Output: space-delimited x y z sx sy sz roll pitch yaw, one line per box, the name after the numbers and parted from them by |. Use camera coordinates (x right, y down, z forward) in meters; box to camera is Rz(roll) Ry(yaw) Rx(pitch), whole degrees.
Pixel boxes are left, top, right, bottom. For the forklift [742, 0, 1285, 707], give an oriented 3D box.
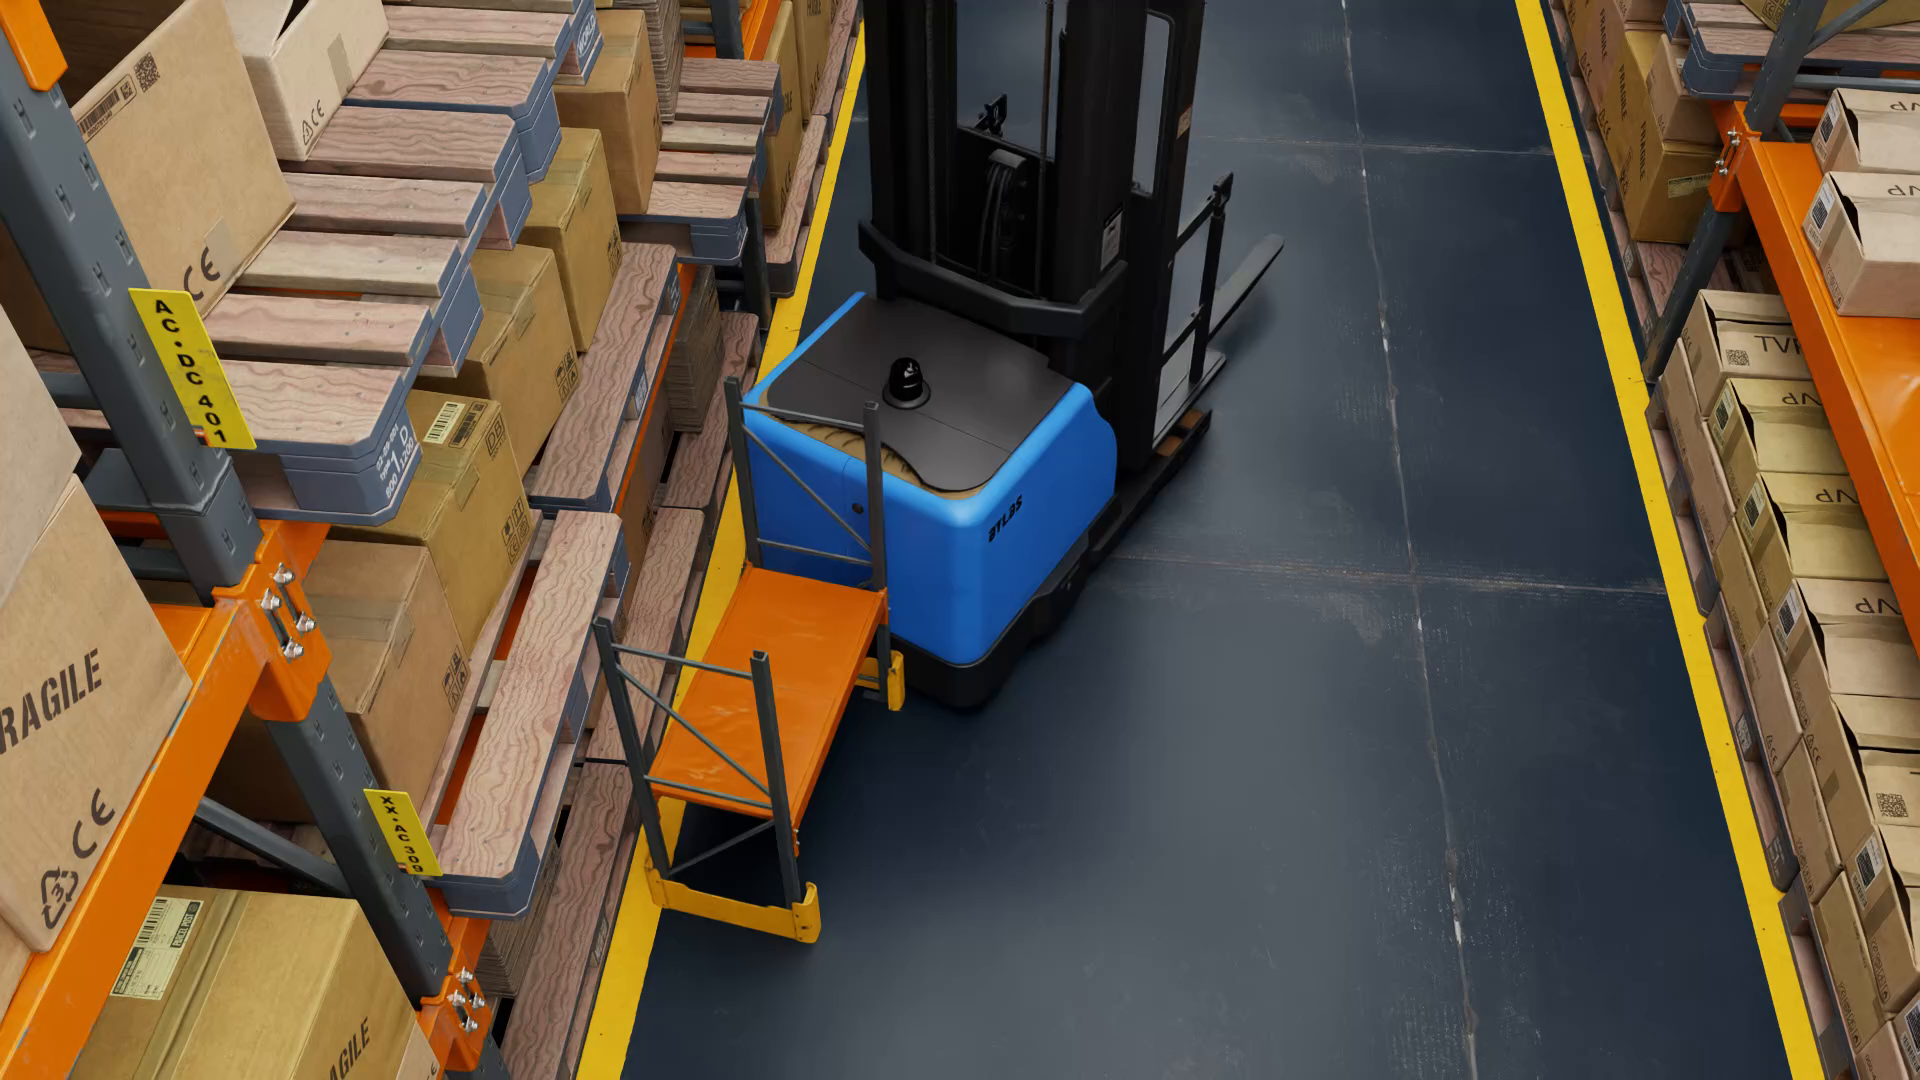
0.418 -1.443 6.110 1.130 2.935 3.031 25 52 21 | forklift

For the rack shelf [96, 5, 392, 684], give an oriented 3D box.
-1.557 -1.345 4.428 1.077 0.370 4.000 4 48 4 | rack shelf

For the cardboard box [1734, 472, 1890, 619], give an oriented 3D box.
3.130 0.008 5.934 0.500 0.311 0.500 3 48 2 | cardboard box

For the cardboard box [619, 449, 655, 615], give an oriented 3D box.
-1.569 -0.080 6.212 0.700 0.500 0.500 4 48 3 | cardboard box

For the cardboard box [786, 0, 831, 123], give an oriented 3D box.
-1.091 -2.637 8.327 0.750 0.750 0.750 4 48 3 | cardboard box

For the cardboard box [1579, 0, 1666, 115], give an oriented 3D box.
3.499 -2.489 8.416 0.500 0.500 0.500 2 48 2 | cardboard box

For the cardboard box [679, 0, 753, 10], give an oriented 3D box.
-1.076 -2.526 6.771 0.500 0.500 0.500 5 48 5 | cardboard box

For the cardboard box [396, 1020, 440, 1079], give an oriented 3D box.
-1.481 1.306 3.637 0.500 0.250 0.500 4 48 4 | cardboard box

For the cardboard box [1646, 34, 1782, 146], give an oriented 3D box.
3.411 -2.018 7.476 0.500 0.250 0.500 6 48 5 | cardboard box

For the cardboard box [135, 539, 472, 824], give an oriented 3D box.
-1.659 0.340 4.066 0.700 0.500 0.500 4 48 4 | cardboard box

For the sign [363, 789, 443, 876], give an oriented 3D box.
-1.199 0.632 3.578 0.100 0.325 0.005 4 48 4 | sign

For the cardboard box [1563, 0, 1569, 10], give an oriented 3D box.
3.598 -3.228 9.091 0.500 0.500 0.500 4 48 4 | cardboard box

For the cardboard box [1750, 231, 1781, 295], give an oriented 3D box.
3.884 -1.335 7.360 0.500 0.500 0.500 6 48 5 | cardboard box

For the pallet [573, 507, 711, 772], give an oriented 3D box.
-1.562 0.364 6.300 1.003 0.211 1.213 4 48 4 | pallet

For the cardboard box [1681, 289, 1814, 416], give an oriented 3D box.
3.218 -0.753 6.631 0.500 0.311 0.500 5 48 5 | cardboard box

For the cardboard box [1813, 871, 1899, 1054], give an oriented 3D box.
2.991 1.315 5.120 0.500 0.250 0.500 3 48 3 | cardboard box

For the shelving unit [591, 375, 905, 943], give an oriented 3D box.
-0.626 0.402 5.391 0.587 1.500 1.083 11 49 10 | shelving unit

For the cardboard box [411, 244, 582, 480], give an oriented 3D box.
-1.572 -0.556 4.886 0.700 0.500 0.500 10 48 9 | cardboard box

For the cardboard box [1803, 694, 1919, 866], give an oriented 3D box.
3.034 0.755 5.251 0.500 0.311 0.500 4 48 3 | cardboard box

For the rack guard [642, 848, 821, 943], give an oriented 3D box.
-0.755 1.179 5.528 0.587 0.250 0.087 11 49 10 | rack guard

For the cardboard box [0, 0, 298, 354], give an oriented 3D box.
-1.610 -0.690 2.990 0.500 0.500 0.500 10 48 9 | cardboard box

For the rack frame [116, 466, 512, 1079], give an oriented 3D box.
-1.740 0.894 3.926 1.000 3.000 0.127 4 48 4 | rack frame

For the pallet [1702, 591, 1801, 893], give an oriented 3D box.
3.331 0.722 5.972 1.003 0.211 1.213 4 48 4 | pallet

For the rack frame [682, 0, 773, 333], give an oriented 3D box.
-1.375 -2.046 6.614 1.000 3.000 0.127 4 48 4 | rack frame

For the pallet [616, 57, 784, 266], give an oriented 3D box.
-1.334 -1.450 6.199 1.213 0.211 1.003 4 48 4 | pallet

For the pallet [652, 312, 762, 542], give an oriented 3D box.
-1.448 -0.530 7.118 1.003 0.211 1.213 4 48 4 | pallet

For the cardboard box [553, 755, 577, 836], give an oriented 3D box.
-1.692 0.664 5.532 0.700 0.500 0.500 3 48 3 | cardboard box

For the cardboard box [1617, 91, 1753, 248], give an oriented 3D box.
3.410 -1.723 7.715 0.500 0.500 0.500 6 48 5 | cardboard box

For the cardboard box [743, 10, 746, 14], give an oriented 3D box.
-1.083 -2.378 7.075 0.380 0.149 0.250 4 48 4 | cardboard box

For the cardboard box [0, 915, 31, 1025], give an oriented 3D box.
-1.598 0.599 2.081 0.500 0.500 0.500 0 48 0 | cardboard box

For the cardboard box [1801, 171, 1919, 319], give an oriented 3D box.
3.284 -1.041 5.756 0.500 0.311 0.500 3 48 3 | cardboard box

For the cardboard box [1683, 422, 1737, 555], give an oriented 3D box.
3.173 -0.194 6.500 0.500 0.250 0.500 3 48 2 | cardboard box

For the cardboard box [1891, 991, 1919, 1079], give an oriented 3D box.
2.945 1.504 4.566 0.500 0.311 0.500 4 48 4 | cardboard box

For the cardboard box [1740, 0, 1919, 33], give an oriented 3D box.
3.503 -2.361 6.550 0.700 0.500 0.500 -11 48 -10 | cardboard box

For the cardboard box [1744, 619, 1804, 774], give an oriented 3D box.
3.085 0.565 5.805 0.500 0.250 0.500 5 48 4 | cardboard box

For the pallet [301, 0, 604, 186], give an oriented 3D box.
-1.486 -1.264 3.994 1.213 0.211 1.003 4 48 4 | pallet

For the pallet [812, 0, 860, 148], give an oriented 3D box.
-1.115 -2.573 8.986 1.003 0.211 1.213 4 48 4 | pallet

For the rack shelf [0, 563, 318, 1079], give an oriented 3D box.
-1.922 1.594 1.740 1.077 0.370 4.000 4 48 4 | rack shelf

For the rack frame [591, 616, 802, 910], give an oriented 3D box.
-0.760 0.771 5.054 0.500 1.500 0.032 11 49 10 | rack frame

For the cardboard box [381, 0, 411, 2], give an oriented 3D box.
-1.498 -1.597 3.818 0.500 0.500 0.500 2 48 2 | cardboard box

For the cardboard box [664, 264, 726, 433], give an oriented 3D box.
-1.389 -0.818 6.887 0.700 0.500 0.500 4 48 4 | cardboard box

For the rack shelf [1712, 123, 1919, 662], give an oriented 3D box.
3.376 -0.003 5.233 1.077 0.370 4.000 4 48 4 | rack shelf

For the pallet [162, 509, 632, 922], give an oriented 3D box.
-1.525 0.407 4.501 1.003 0.211 1.213 4 48 4 | pallet

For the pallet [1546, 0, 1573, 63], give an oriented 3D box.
3.886 -3.113 9.480 1.003 0.211 1.213 4 48 4 | pallet

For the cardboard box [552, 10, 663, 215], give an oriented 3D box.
-1.432 -1.469 5.721 0.700 0.500 0.500 0 48 0 | cardboard box

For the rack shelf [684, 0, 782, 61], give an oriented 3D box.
-1.193 -3.272 8.224 1.077 0.370 4.000 4 48 4 | rack shelf

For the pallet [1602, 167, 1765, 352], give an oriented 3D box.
3.664 -1.320 7.840 1.003 0.211 1.213 4 48 4 | pallet
